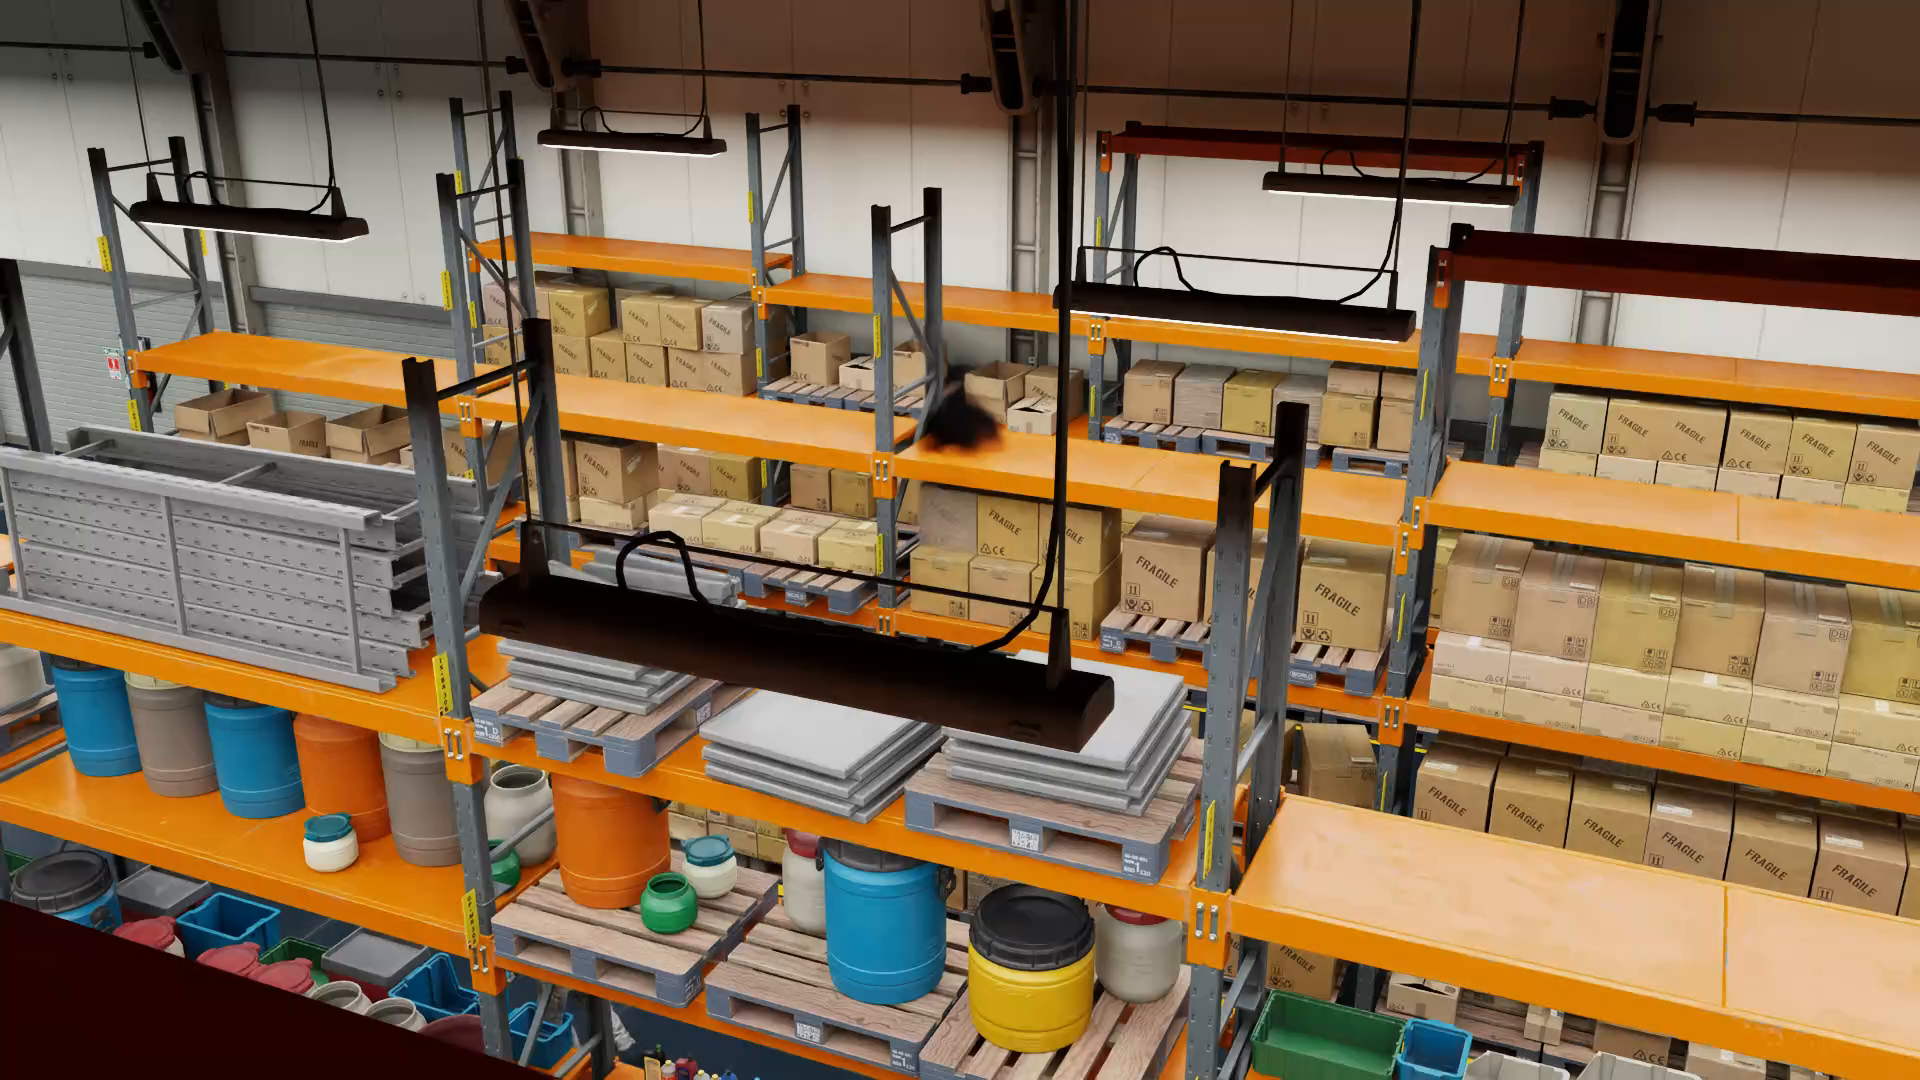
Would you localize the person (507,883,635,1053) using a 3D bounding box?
[{"bbox_3d":[-2.795,3.091,11.952,0.683,1.747,0.739,16,26,37],"label":"person"}]
